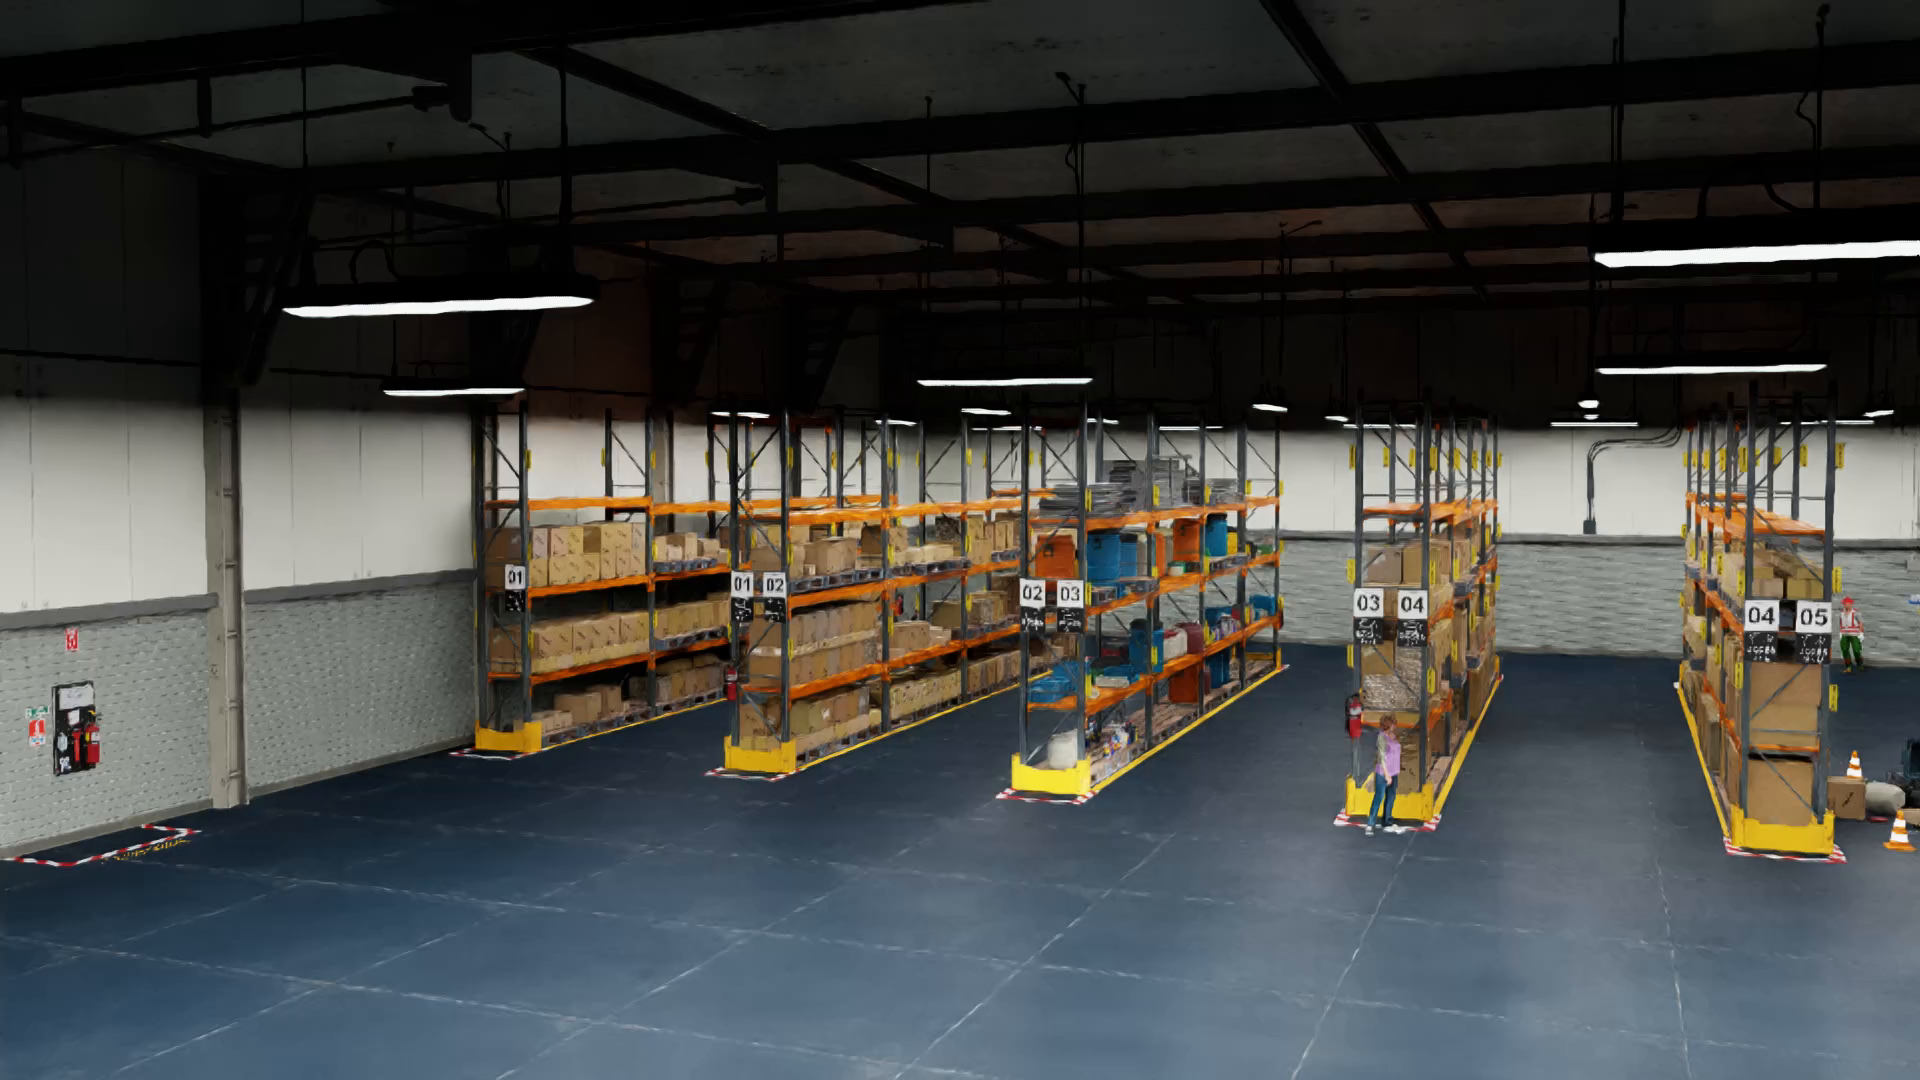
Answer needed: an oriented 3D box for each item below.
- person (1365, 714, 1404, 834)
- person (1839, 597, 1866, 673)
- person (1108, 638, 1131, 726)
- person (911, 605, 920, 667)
[{"bbox_3d":[5.652,3.120,22.180,0.385,1.595,0.584,2,4,42],"label":"person"},{"bbox_3d":[20.933,2.223,39.001,0.580,1.775,0.584,-2,3,-33],"label":"person"},{"bbox_3d":[2.841,2.552,29.774,0.444,1.599,0.471,1,3,15],"label":"person"},{"bbox_3d":[-0.887,2.301,37.514,0.448,1.730,0.586,-1,3,-10],"label":"person"}]
